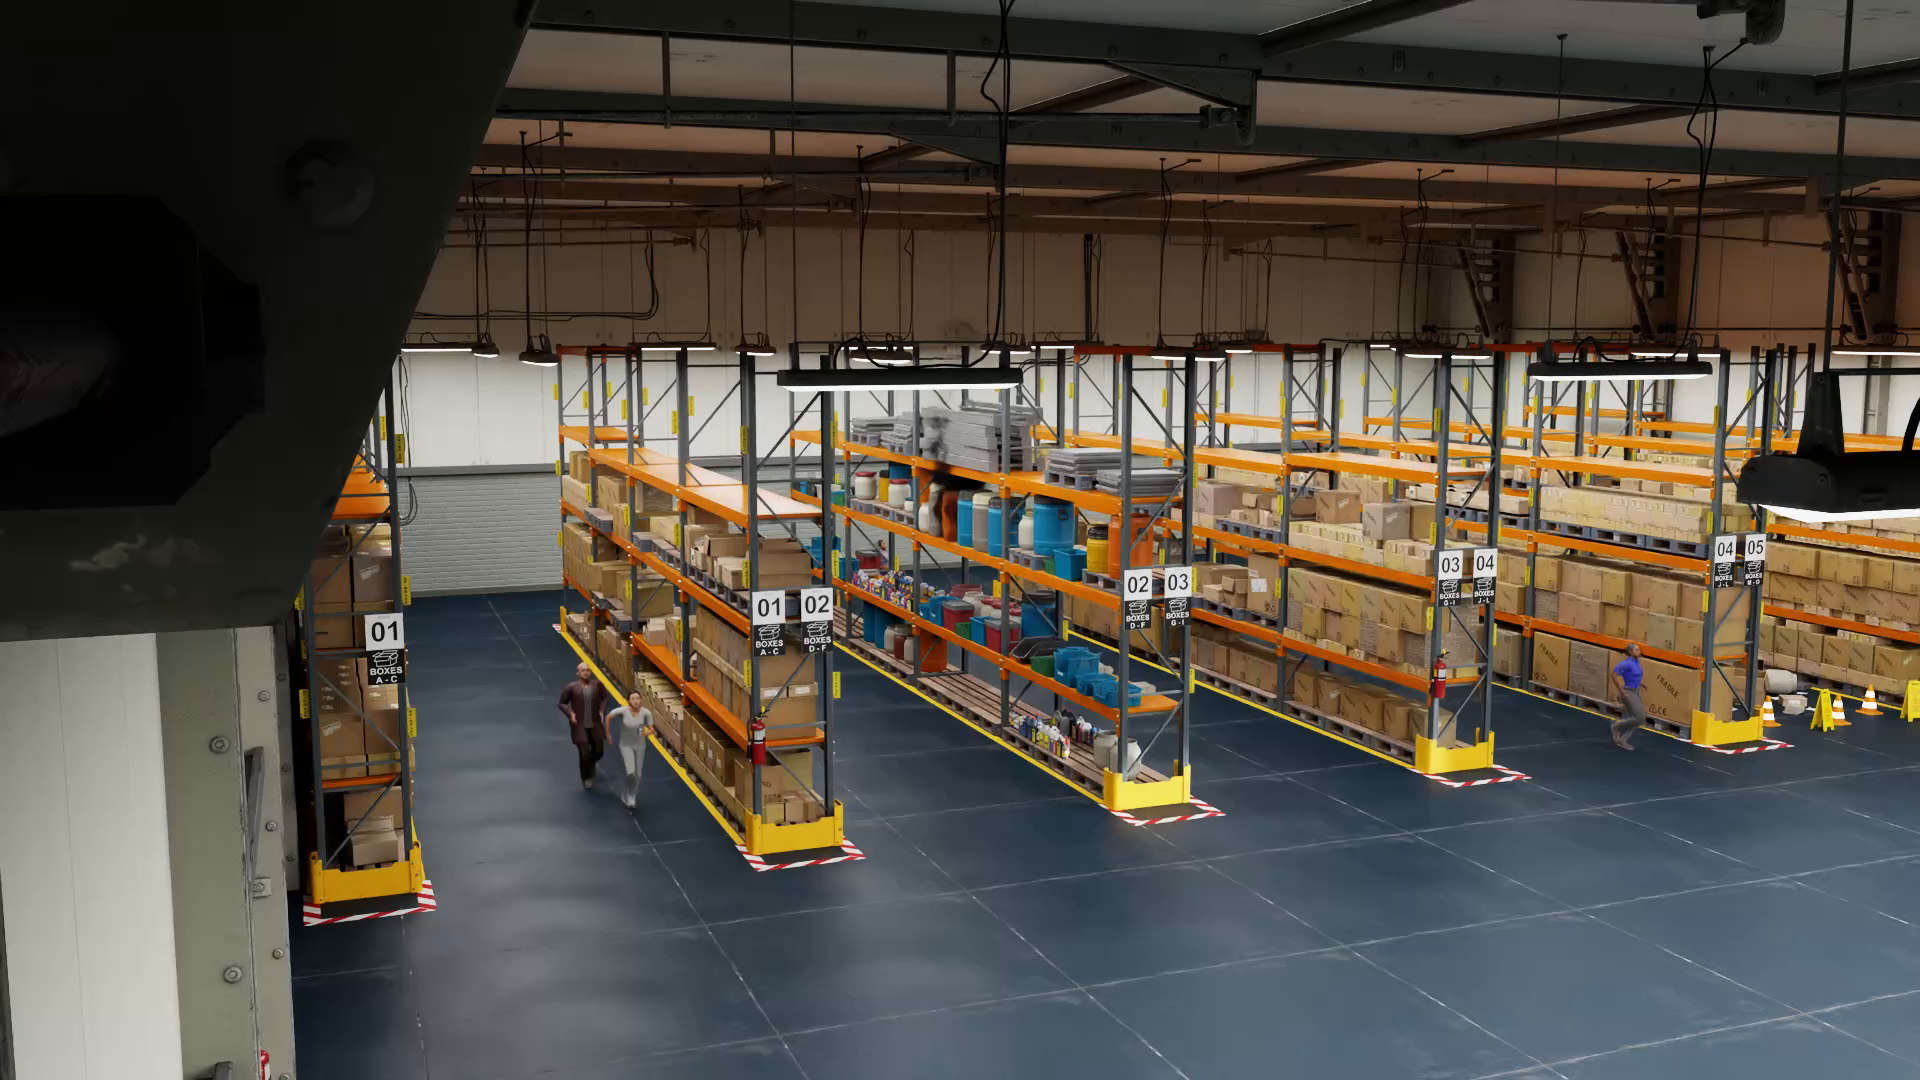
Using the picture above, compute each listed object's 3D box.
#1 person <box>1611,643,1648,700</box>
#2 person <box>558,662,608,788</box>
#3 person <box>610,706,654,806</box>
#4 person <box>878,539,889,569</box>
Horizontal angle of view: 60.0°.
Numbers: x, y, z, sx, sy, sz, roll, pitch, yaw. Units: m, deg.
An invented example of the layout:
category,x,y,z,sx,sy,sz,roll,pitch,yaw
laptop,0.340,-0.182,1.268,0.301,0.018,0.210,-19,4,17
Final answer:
category,x,y,z,sx,sy,sz,roll,pitch,yaw
person,10.156,1.969,25.091,0.479,0.819,0.585,6,9,38
person,-5.191,2.551,23.048,0.707,1.725,0.667,-3,8,-25
person,-4.297,2.852,21.866,0.542,1.389,0.681,-3,8,-21
person,-1.707,0.786,37.553,0.623,1.644,0.653,5,9,34
